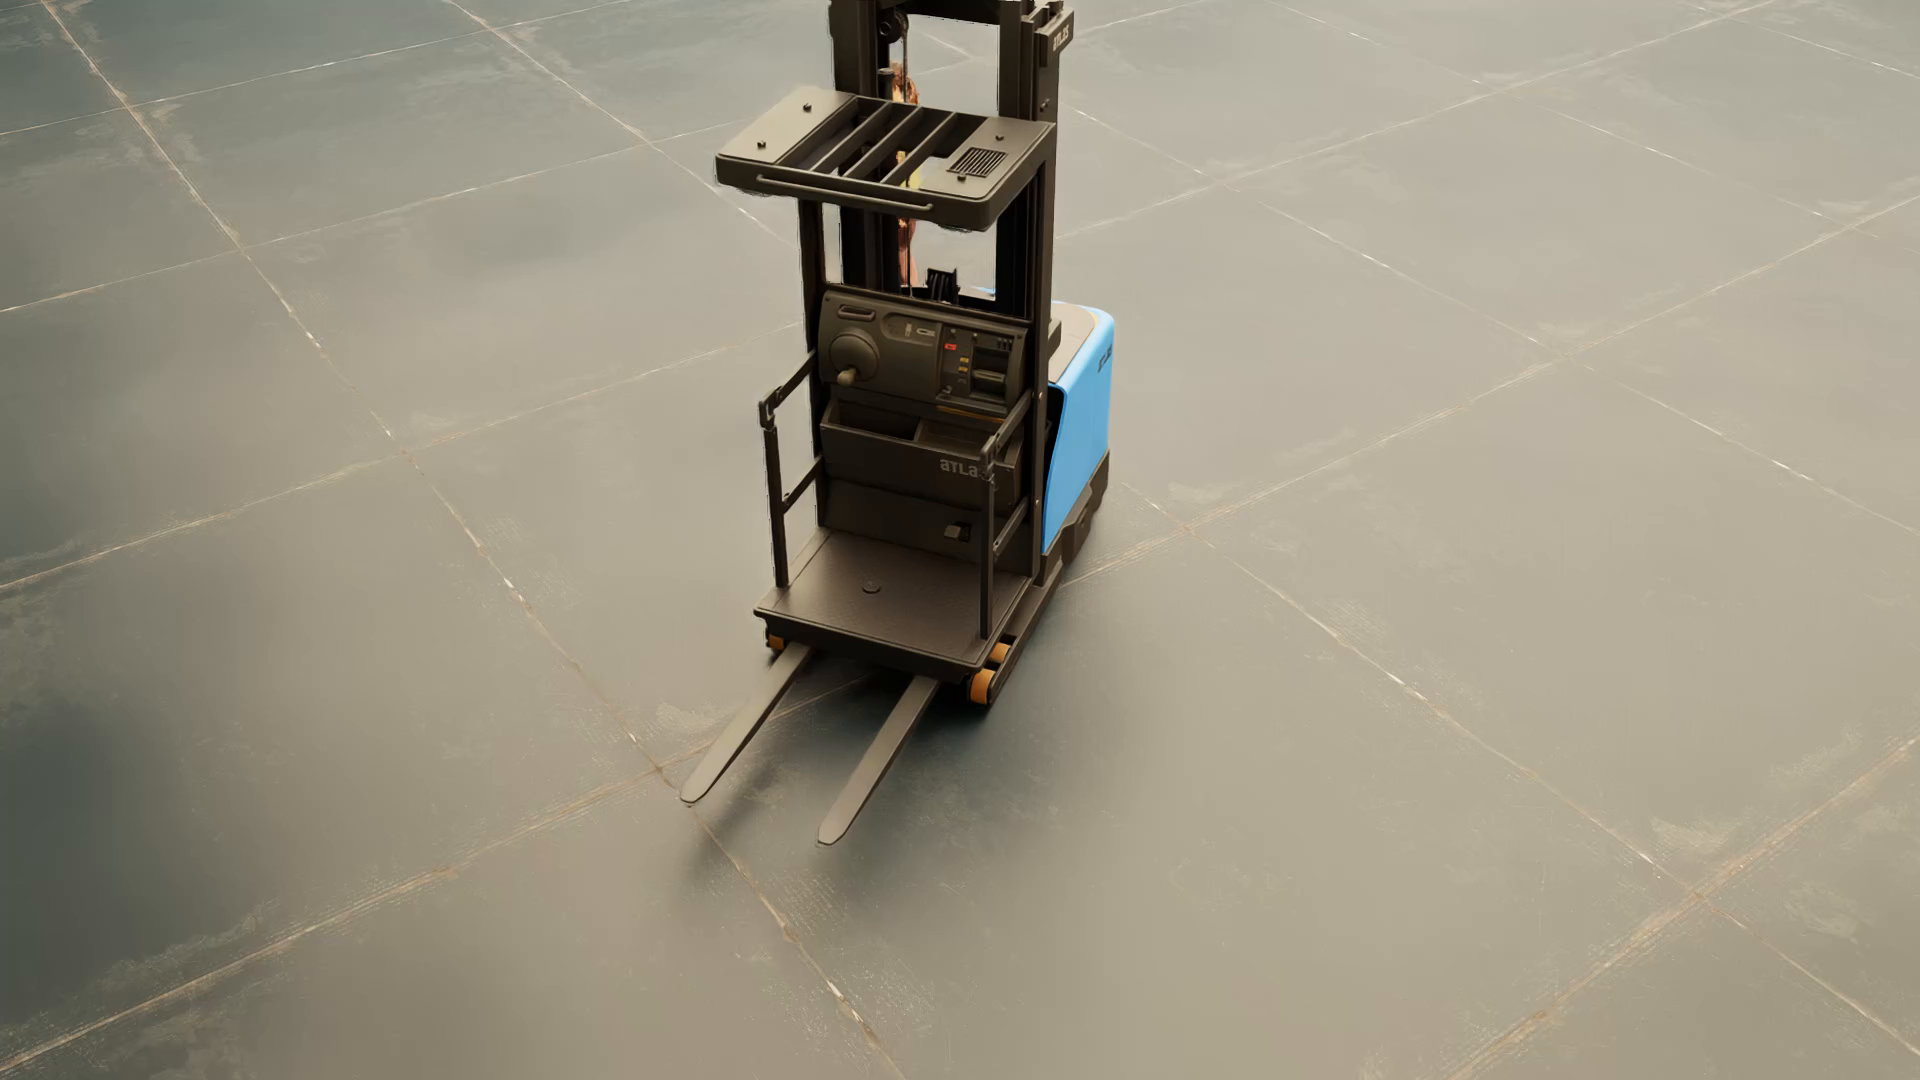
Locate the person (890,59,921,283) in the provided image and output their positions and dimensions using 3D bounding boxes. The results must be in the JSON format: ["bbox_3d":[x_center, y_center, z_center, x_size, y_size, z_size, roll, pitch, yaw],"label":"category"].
[{"bbox_3d":[-0.397,-2.023,9.838,0.515,1.669,0.801,-24,43,-29],"label":"person"}]

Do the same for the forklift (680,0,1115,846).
[{"bbox_3d":[-0.248,-0.727,6.928,1.130,2.935,3.031,13,39,17],"label":"forklift"}]
